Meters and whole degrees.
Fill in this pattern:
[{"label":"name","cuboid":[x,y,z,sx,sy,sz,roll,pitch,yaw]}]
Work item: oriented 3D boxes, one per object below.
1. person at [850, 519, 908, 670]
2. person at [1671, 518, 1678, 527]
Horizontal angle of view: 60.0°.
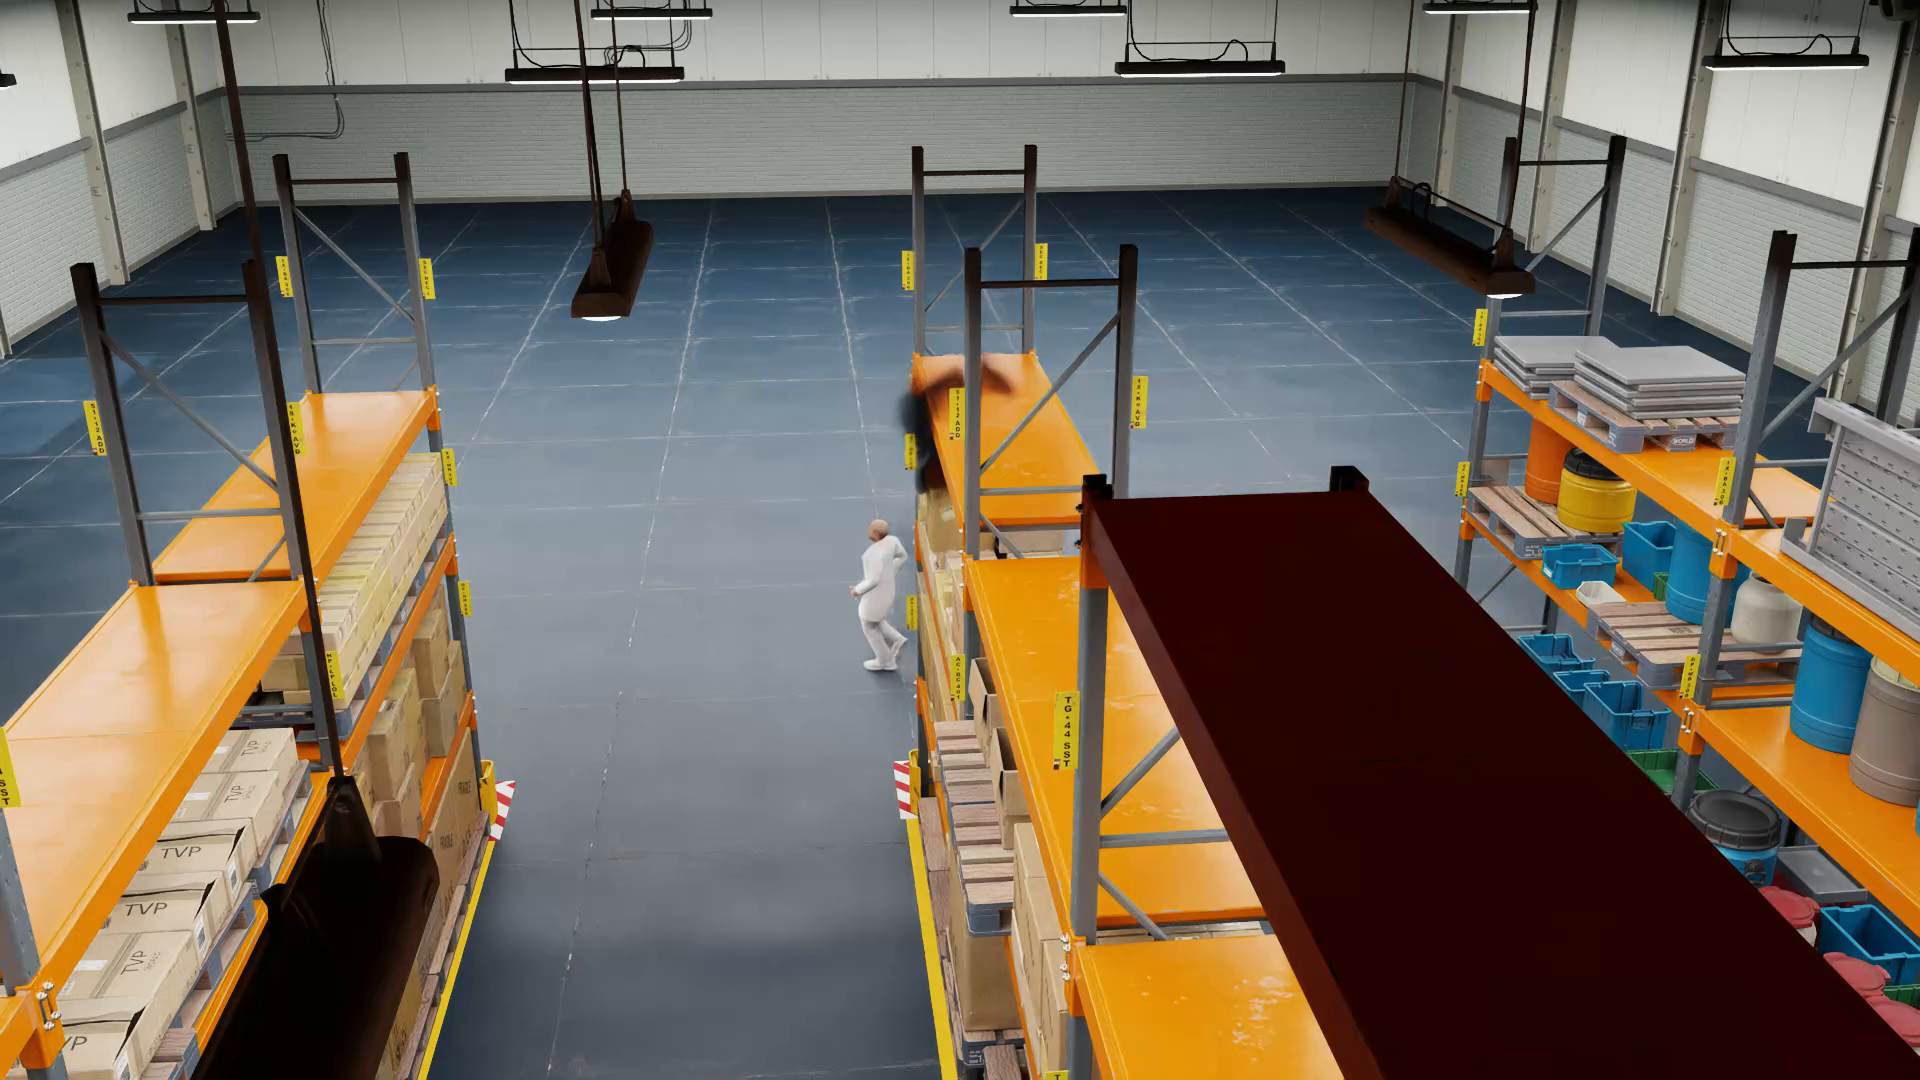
[{"label":"person","cuboid":[-0.857,0.583,17.829,0.588,1.742,0.715,9,23,21]},{"label":"person","cuboid":[7.737,0.540,18.070,0.705,1.651,0.585,10,24,23]}]
